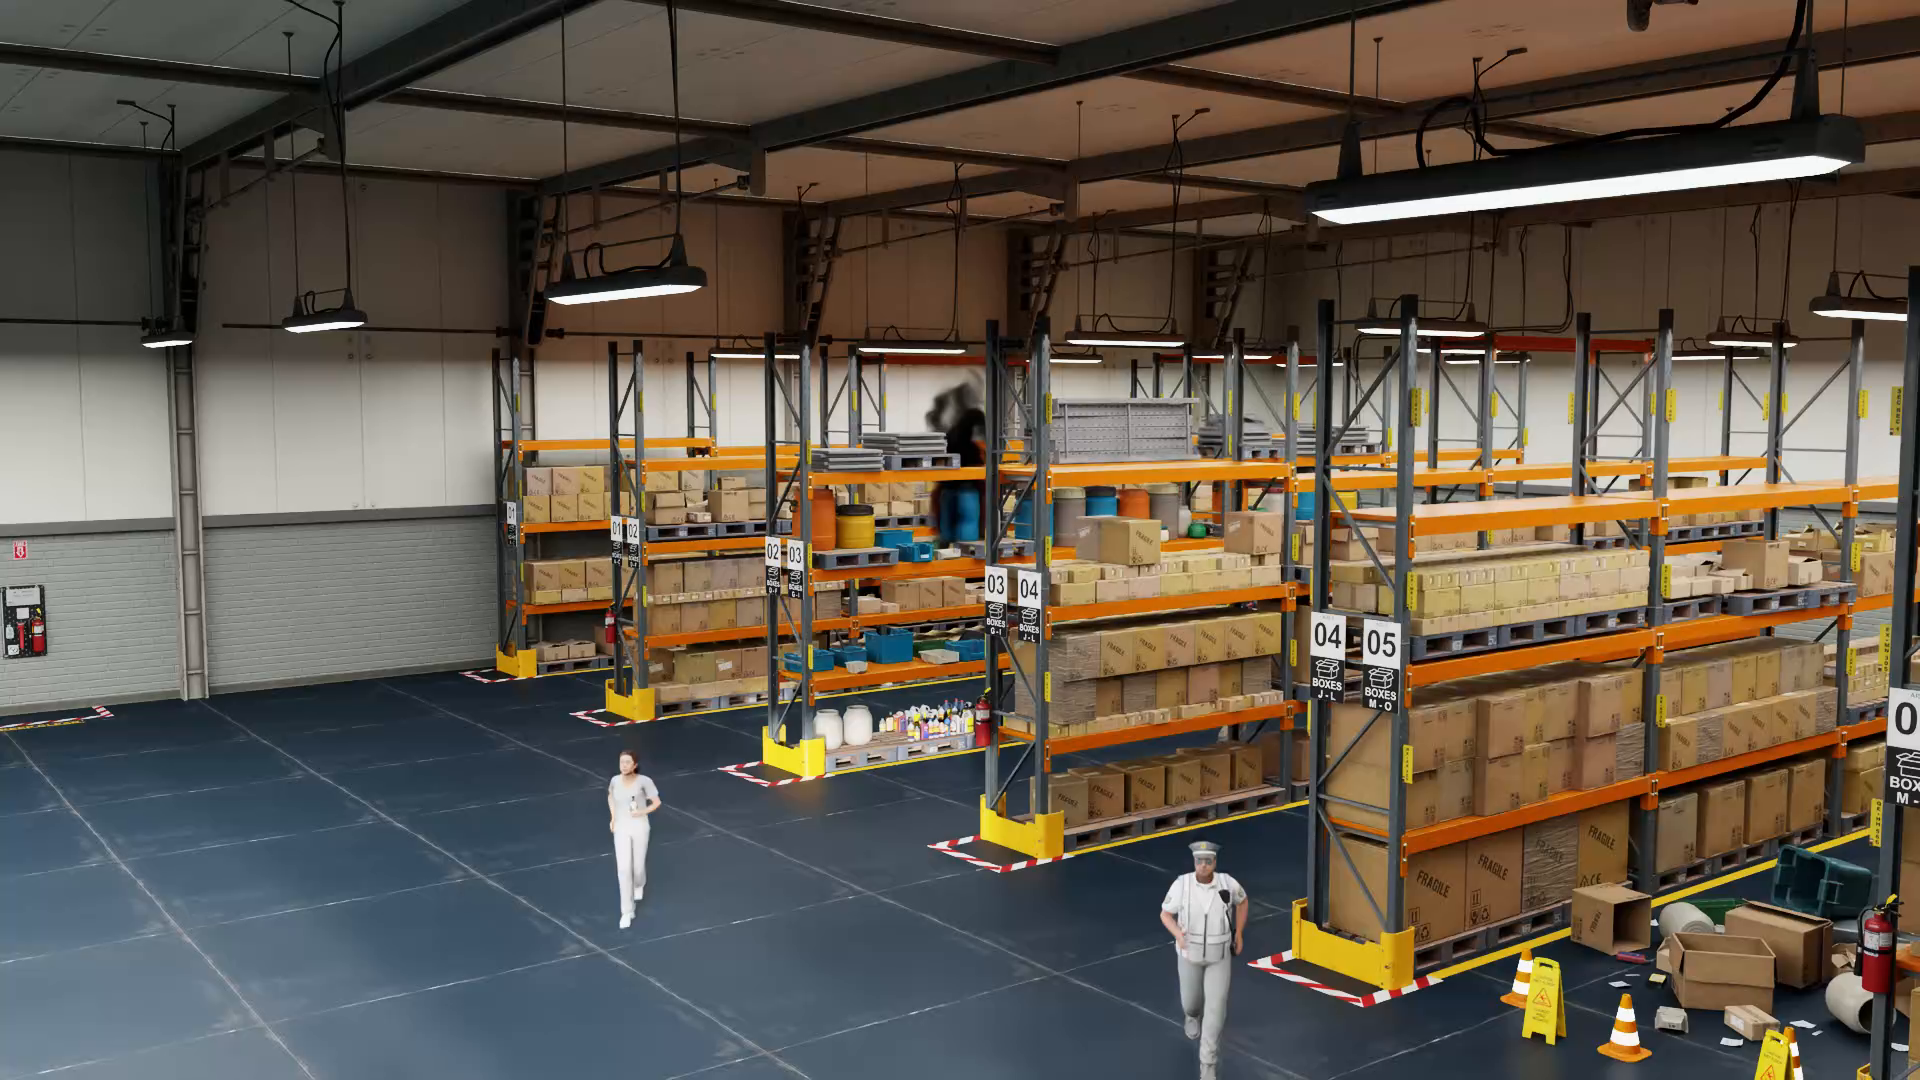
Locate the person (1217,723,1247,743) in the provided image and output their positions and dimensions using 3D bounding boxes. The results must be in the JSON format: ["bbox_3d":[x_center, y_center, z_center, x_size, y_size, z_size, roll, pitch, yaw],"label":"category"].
[{"bbox_3d":[3.768,1.950,23.188,0.866,1.834,0.690,-5,7,-44],"label":"person"}]

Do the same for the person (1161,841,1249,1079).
[{"bbox_3d":[1.878,3.173,12.766,0.675,1.788,0.956,1,5,8],"label":"person"}]

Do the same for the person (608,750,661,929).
[{"bbox_3d":[-3.222,2.894,16.429,0.558,1.677,0.889,0,5,1],"label":"person"}]
